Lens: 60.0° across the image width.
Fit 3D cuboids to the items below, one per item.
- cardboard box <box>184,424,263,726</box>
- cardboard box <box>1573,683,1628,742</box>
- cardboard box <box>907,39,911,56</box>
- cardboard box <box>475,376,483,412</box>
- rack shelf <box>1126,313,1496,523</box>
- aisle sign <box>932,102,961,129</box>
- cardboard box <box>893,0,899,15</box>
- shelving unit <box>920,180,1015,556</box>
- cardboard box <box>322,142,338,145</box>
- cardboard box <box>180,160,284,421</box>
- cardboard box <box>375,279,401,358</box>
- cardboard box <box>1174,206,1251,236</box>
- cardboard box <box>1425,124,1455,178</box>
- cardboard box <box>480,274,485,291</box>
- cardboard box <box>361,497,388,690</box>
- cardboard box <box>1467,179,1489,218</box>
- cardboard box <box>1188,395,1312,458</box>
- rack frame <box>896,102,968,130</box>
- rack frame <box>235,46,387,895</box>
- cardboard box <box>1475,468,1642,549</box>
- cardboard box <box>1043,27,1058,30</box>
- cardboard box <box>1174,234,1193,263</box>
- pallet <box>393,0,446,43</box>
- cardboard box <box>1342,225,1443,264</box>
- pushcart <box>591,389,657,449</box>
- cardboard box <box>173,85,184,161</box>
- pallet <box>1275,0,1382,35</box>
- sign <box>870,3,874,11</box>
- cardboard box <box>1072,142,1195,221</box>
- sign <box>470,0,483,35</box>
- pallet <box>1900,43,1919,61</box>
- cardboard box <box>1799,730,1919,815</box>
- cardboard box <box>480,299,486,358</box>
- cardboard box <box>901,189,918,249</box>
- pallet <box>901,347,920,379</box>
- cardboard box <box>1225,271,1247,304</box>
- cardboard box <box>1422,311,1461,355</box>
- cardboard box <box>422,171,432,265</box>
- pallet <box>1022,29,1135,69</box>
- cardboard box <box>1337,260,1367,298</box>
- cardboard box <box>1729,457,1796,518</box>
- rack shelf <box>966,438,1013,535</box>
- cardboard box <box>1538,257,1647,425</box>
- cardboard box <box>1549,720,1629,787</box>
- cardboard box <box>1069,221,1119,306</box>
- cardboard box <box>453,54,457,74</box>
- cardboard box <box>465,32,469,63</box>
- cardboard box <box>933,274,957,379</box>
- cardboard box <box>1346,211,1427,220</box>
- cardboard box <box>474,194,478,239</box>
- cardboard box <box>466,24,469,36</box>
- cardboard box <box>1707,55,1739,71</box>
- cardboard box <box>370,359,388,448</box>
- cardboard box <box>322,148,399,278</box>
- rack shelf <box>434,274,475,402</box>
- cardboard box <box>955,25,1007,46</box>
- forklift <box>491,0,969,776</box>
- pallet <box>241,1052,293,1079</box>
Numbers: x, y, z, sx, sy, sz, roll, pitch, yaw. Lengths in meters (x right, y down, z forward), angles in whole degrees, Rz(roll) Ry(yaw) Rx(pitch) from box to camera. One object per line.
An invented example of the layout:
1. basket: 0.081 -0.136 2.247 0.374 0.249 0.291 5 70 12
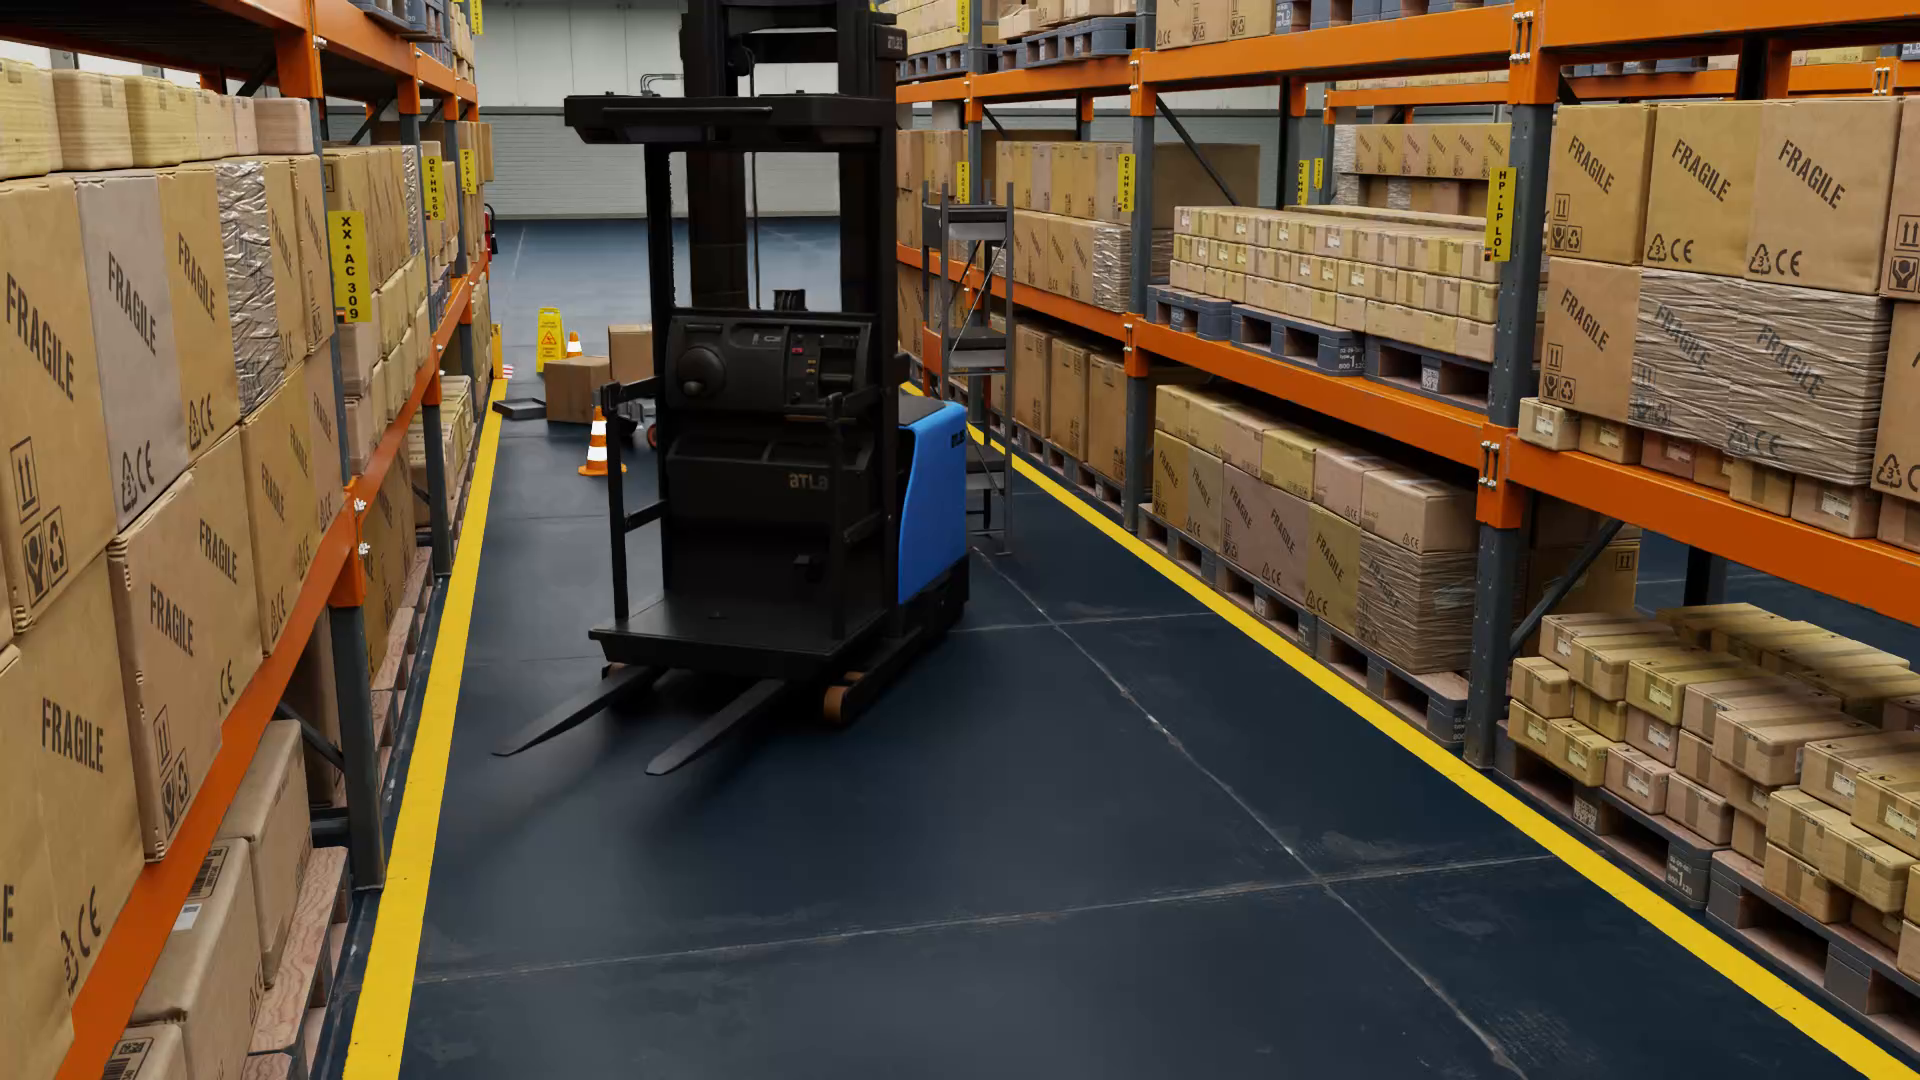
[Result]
1. cardboard box: -1.621 0.082 3.062 0.500 0.500 0.500 -3 14 -11
2. cardboard box: 2.364 0.574 5.752 0.380 0.149 0.250 -3 14 -13
3. cardboard box: -0.310 -4.585 15.487 0.380 0.149 0.250 -3 14 -14
4. cardboard box: -4.100 -1.183 13.357 0.500 0.250 0.500 -4 14 -16
5. rack shelf: 1.973 -0.729 8.106 1.077 0.370 4.000 -3 14 -13
6. aisle sign: -0.100 -4.681 17.290 0.394 0.787 0.004 -3 14 -13
7. cardboard box: -0.429 -5.090 15.876 0.380 0.149 0.250 -3 14 -13
8. shelving unit: 0.039 -0.982 9.522 0.431 2.100 0.503 -3 14 -13
9. cardboard box: -3.943 -2.314 9.991 0.380 0.149 0.250 -4 14 -16
10. cardboard box: -1.726 -0.524 3.435 0.500 0.500 0.500 -3 14 -12
11. cardboard box: -2.417 -0.842 6.315 0.500 0.250 0.500 -3 14 -12
12. cardboard box: 1.425 -1.792 9.334 0.380 0.149 0.250 -3 14 -13
13. cardboard box: 4.801 -3.714 15.863 0.500 0.500 0.500 -3 14 -13
14. cardboard box: -4.514 -2.324 15.083 0.380 0.149 0.250 -3 14 -12
15. cardboard box: -2.788 0.164 6.528 0.875 0.875 0.875 -3 14 -12
16. cardboard box: 5.280 -3.133 15.595 0.875 0.500 0.500 -3 14 -13
17. cardboard box: 1.549 -0.604 8.882 0.500 0.250 0.500 -3 14 -14
18. rack frame: -0.375 -3.385 17.464 1.000 3.000 0.127 -3 14 -13
19. rack frame: -2.345 -0.318 4.908 1.000 3.000 0.127 -3 14 -13
20. cardboard box: 2.526 -0.156 7.048 0.500 0.250 0.500 -4 14 -16
21. cardboard box: 0.798 -3.664 11.470 0.396 0.266 0.258 -3 14 -13
22. cardboard box: 1.422 -1.644 9.352 0.380 0.149 0.250 -3 14 -11
23. pallet: -3.082 -2.460 7.755 1.213 0.211 1.003 -3 14 -11
24. cardboard box: 1.920 -1.309 7.355 0.380 0.149 0.250 -4 14 -15
25. pushcart: -2.019 -1.028 13.340 1.648 0.377 0.936 -9 16 -33
26. cardboard box: -1.652 -0.760 3.032 0.380 0.149 0.250 -3 14 -13
27. pallet: 2.155 -2.370 7.385 1.213 0.211 1.003 -3 14 -13
28. sign: -0.916 -5.276 16.874 0.100 0.325 0.005 -3 14 -13
29. cardboard box: 1.165 -2.413 11.166 0.700 0.500 0.500 -4 14 -14
30. sign: -4.619 -5.000 15.885 0.100 0.325 0.005 -3 14 -13
31. pallet: 6.551 -3.013 10.016 1.213 0.211 1.003 -3 14 -11
32. cardboard box: 2.645 0.669 4.738 0.380 0.149 0.250 -4 14 -16
33. cardboard box: -4.357 -1.790 14.261 0.500 0.500 0.500 -3 14 -10
34. cardboard box: -0.084 -3.113 16.034 0.875 0.550 0.550 -3 14 -13
35. pallet: -0.112 -1.851 17.057 1.003 0.211 1.213 -3 14 -13
36. cardboard box: 1.604 -1.321 8.658 0.380 0.149 0.250 -3 14 -11
37. cardboard box: 2.095 -0.840 6.688 0.380 0.149 0.250 -3 14 -13
38. cardboard box: -3.165 -1.754 9.066 0.500 0.500 0.500 -4 14 -15
39. pallet: 1.035 -3.309 11.227 1.003 0.211 1.213 -3 14 -11
40. cardboard box: 1.911 -1.165 7.394 0.380 0.149 0.250 -4 14 -16
41. cardboard box: 2.492 -0.173 4.842 0.380 0.149 0.250 -3 14 -12
42. rack shelf: 0.039 -0.289 9.691 0.431 0.518 0.480 -3 14 -13
43. cardboard box: 2.314 -0.682 5.560 0.500 0.500 0.500 -4 14 -14
44. cardboard box: 2.279 0.727 5.753 0.380 0.149 0.250 -3 14 -12
45. cardboard box: 1.021 -1.792 10.733 0.500 0.500 0.500 -3 14 -13
46. cardboard box: -4.063 -3.648 12.747 0.380 0.149 0.250 -3 14 -13
47. cardboard box: -4.417 -4.160 14.003 0.500 0.250 0.500 -3 14 -13
48. cardboard box: 0.269 -1.991 15.349 0.875 0.875 0.875 -3 14 -13
49. cardboard box: 2.249 -1.643 8.724 0.380 0.149 0.250 -3 14 -12
50. cardboard box: -4.440 -2.820 14.312 0.500 0.500 0.500 -3 14 -13
51. cardboard box: -4.797 -4.747 15.566 0.380 0.149 0.250 -3 14 -13
52. cardboard box: 5.753 -3.503 11.941 0.500 0.250 0.500 -3 14 -12
53. cardboard box: -2.315 -0.481 5.890 0.500 0.250 0.500 -4 14 -15
54. cardboard box: -2.558 -1.320 6.693 0.500 0.500 0.500 -4 14 -14
55. rack shelf: -3.754 -1.353 10.659 1.077 0.370 4.000 -3 14 -13
56. cardboard box: 0.168 -4.117 13.570 0.380 0.149 0.250 -3 14 -13
57. forklift: -0.886 -0.769 6.900 1.130 2.935 3.031 4 14 17
58. pallet: -1.952 1.499 3.349 1.003 0.211 1.213 -3 14 -13
